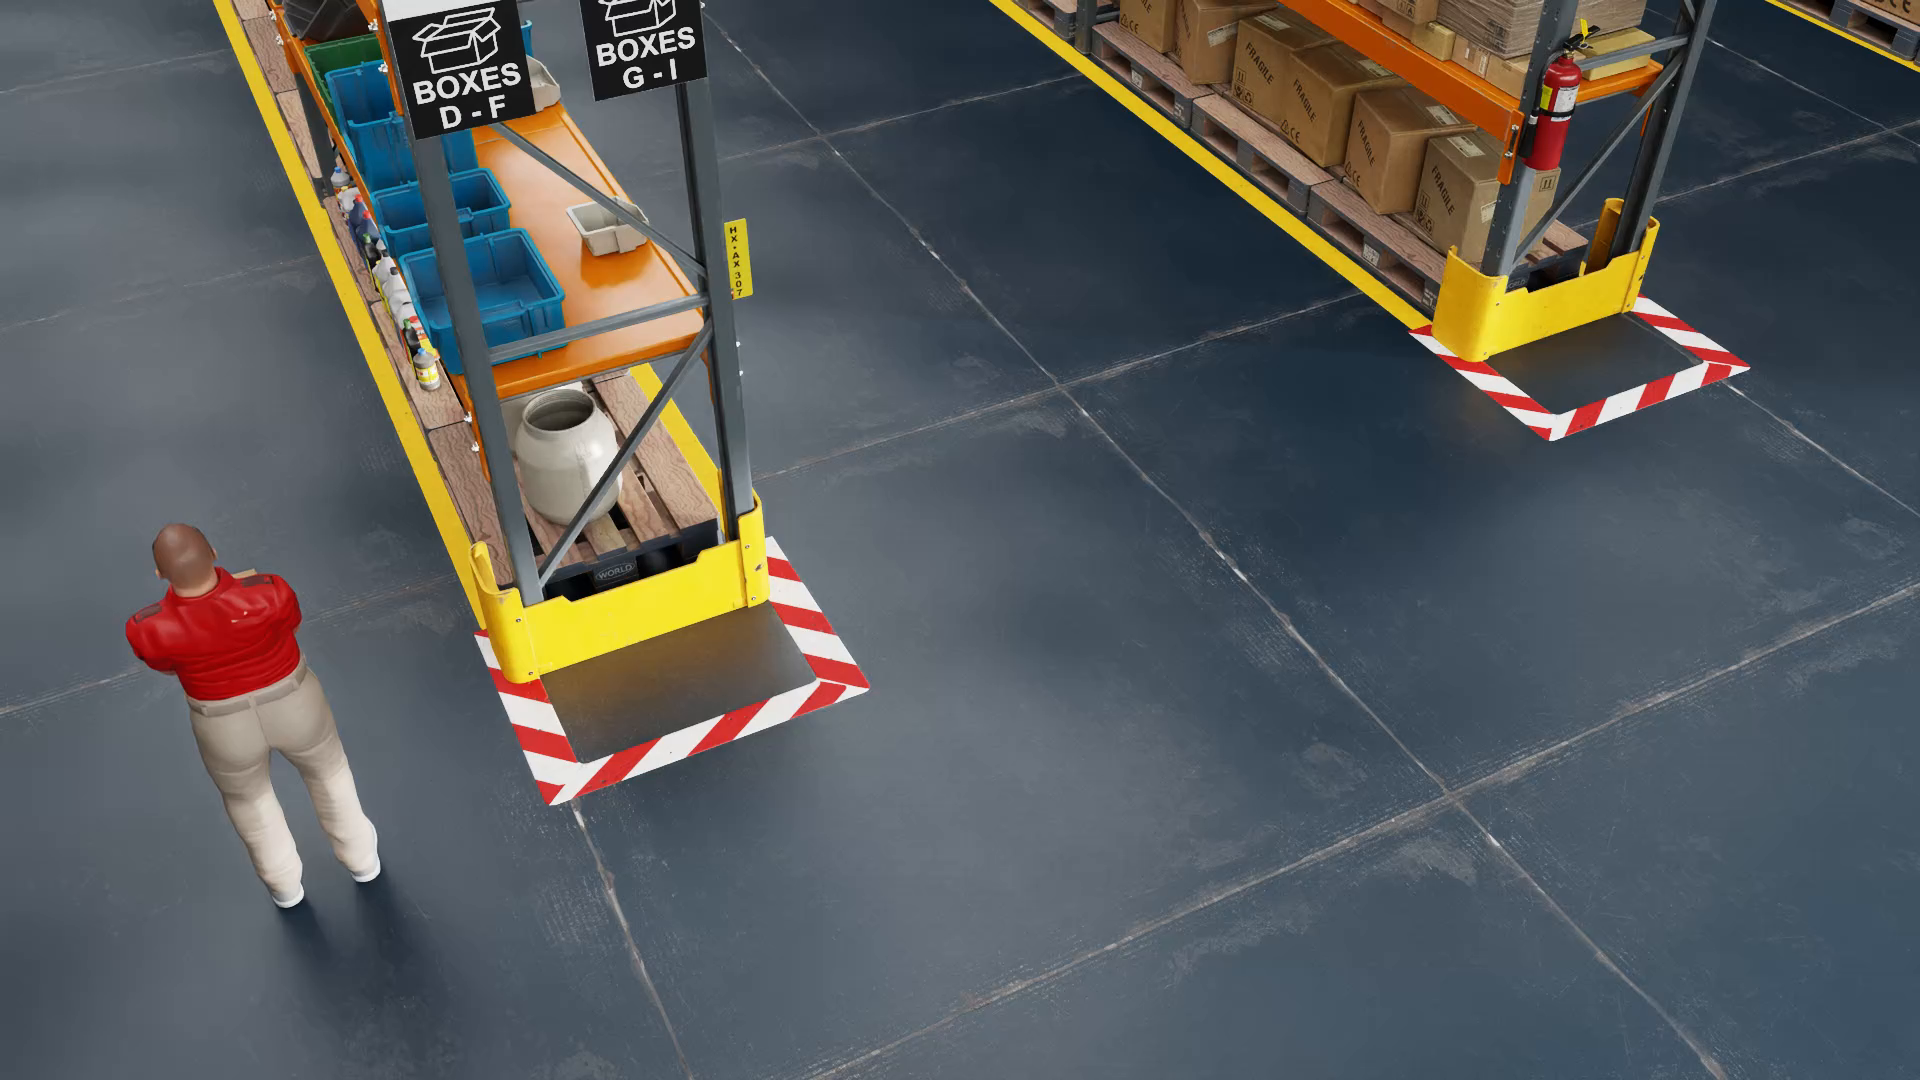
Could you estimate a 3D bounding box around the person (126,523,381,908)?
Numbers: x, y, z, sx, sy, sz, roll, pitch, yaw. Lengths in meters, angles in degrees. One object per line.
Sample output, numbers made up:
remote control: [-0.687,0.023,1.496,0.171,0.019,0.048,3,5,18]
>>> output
person: [-2.385,0.521,5.579,0.494,1.713,0.536,-19,44,-20]
